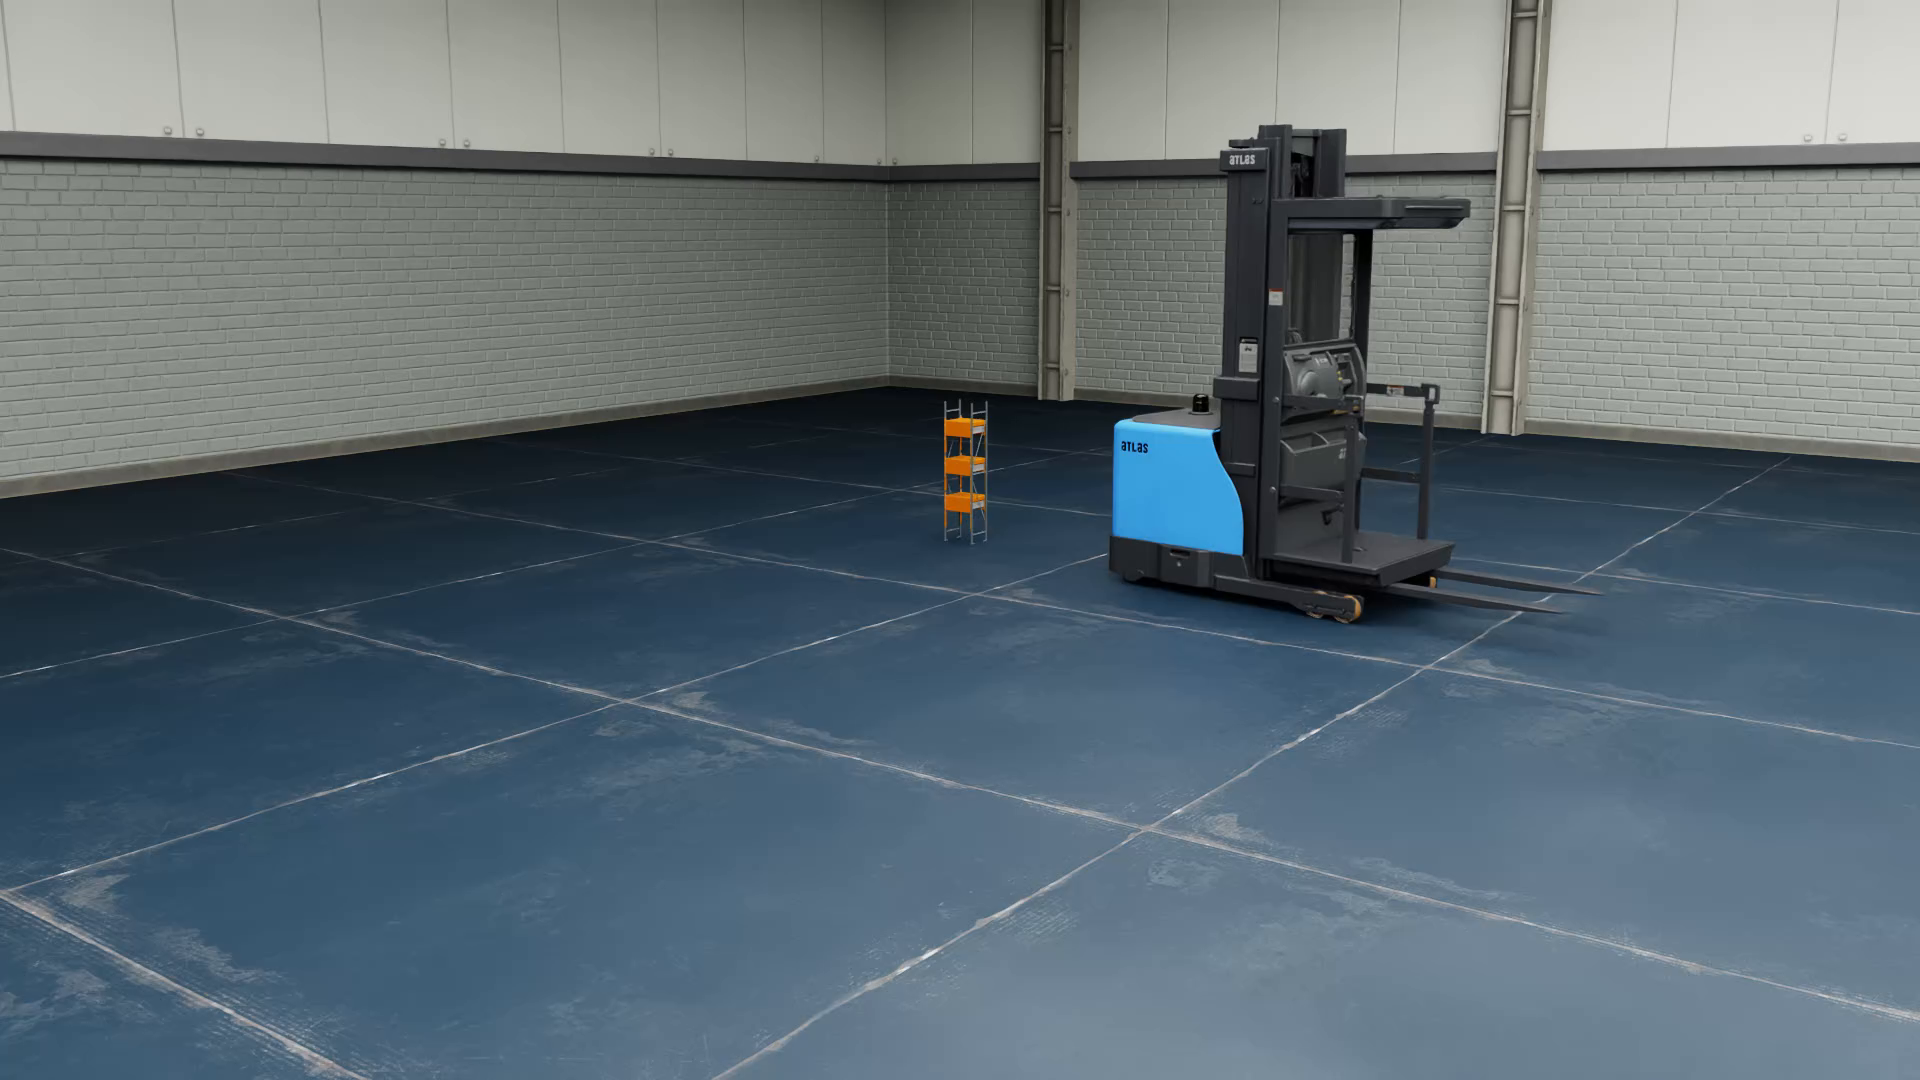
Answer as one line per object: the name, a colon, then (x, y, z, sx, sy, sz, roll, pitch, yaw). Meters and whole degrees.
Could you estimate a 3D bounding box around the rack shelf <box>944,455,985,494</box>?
rack shelf: (0.043, -0.499, 12.401, 0.240, 0.259, 0.215, 8, 13, 36)

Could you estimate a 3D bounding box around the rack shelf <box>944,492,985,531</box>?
rack shelf: (0.043, -0.226, 12.454, 0.240, 0.259, 0.215, 8, 13, 36)

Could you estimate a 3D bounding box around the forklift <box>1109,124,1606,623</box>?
forklift: (2.438, -1.053, 10.258, 3.031, 2.935, 1.130, 9, 14, 40)

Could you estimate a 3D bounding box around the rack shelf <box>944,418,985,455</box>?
rack shelf: (0.043, -0.778, 12.347, 0.240, 0.259, 0.215, 8, 13, 36)

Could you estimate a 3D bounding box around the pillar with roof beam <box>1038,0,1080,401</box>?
pillar with roof beam: (-1.260, -5.641, 17.996, 0.400, 9.000, 9.100, 8, 13, 36)

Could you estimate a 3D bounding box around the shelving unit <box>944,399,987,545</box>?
shelving unit: (0.043, -0.509, 12.399, 0.252, 1.050, 0.215, 8, 13, 36)

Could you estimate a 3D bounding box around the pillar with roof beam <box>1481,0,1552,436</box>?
pillar with roof beam: (3.576, -4.966, 14.509, 0.400, 9.000, 9.100, 8, 13, 36)

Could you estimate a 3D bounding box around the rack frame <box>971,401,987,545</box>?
rack frame: (0.141, -0.496, 12.328, 0.008, 1.050, 0.200, 8, 13, 36)

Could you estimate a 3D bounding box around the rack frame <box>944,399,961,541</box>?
rack frame: (-0.055, -0.523, 12.470, 0.008, 1.050, 0.200, 8, 13, 36)
